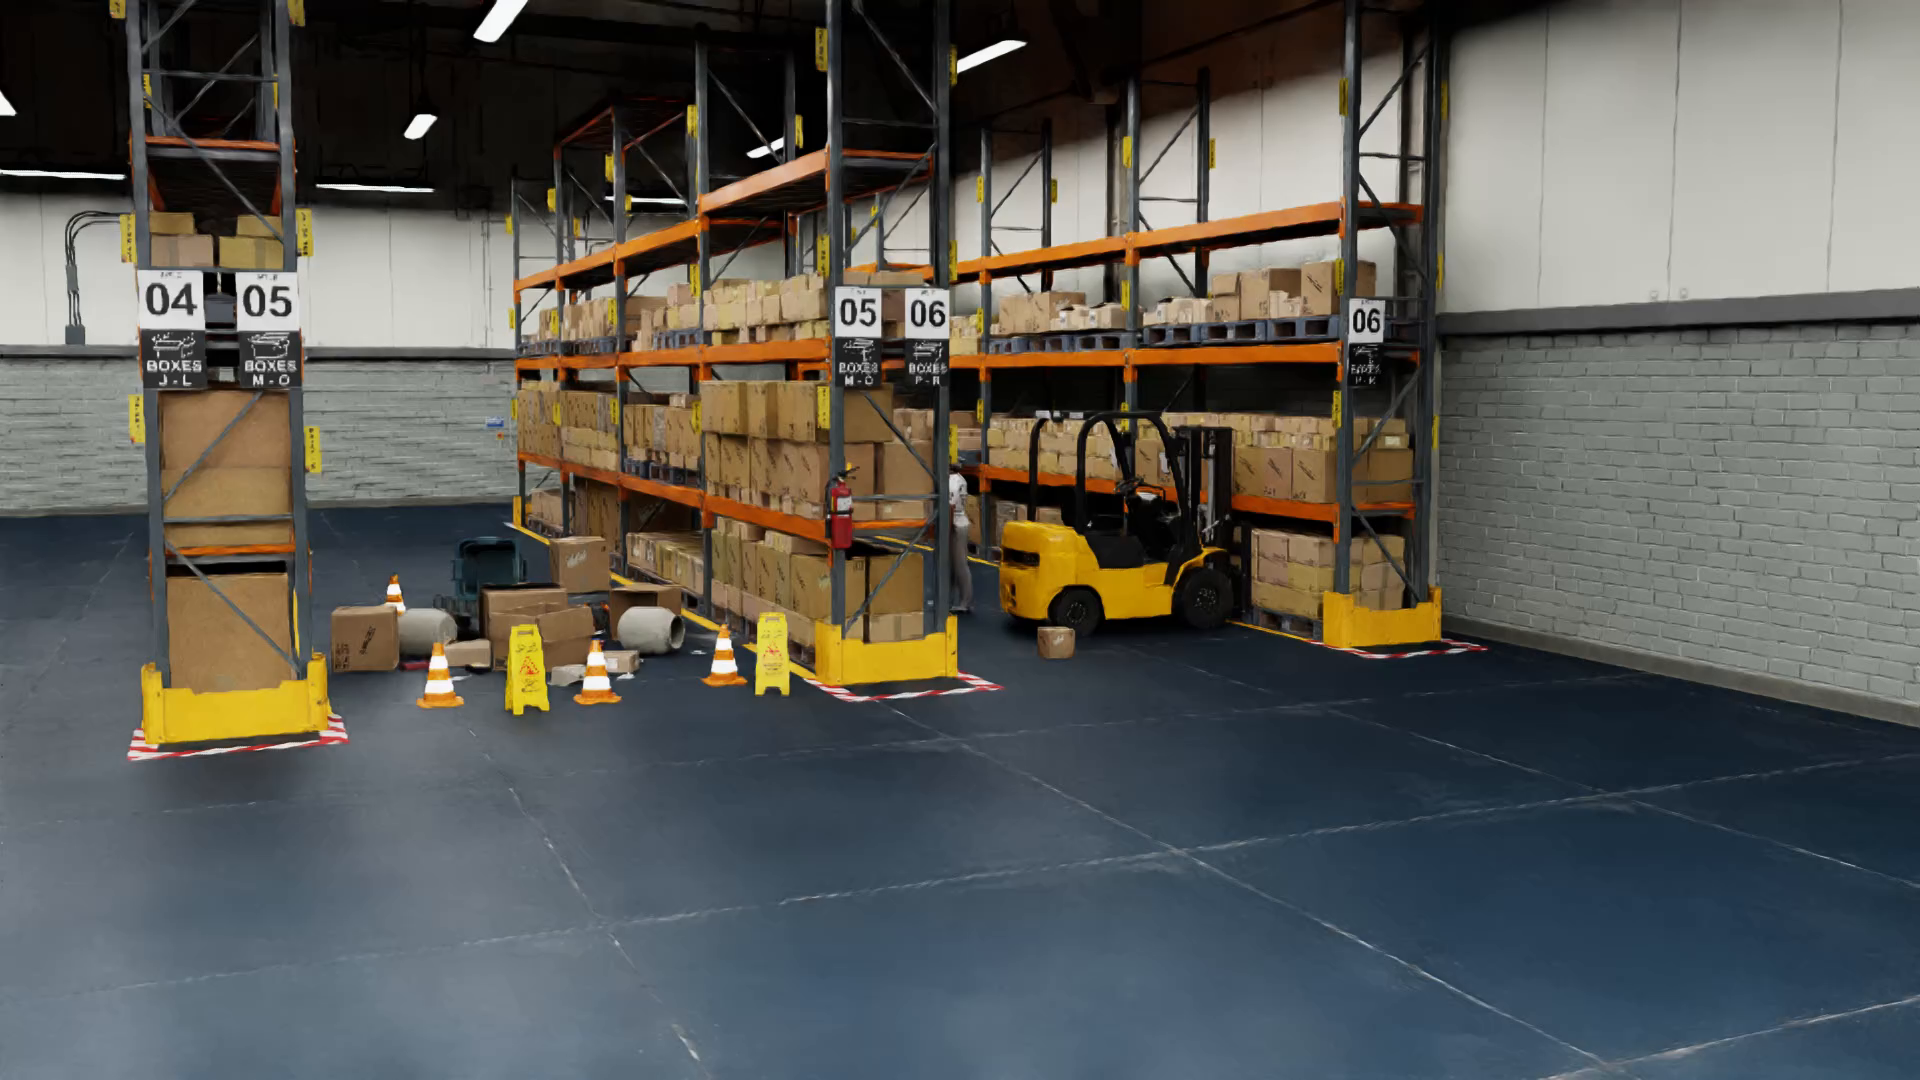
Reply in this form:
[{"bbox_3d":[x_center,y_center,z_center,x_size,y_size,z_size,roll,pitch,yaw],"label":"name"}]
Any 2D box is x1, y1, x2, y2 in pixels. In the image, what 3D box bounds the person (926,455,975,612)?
[{"bbox_3d":[-0.107,-0.096,17.704,0.539,1.672,0.559,0,6,5],"label":"person"}]
